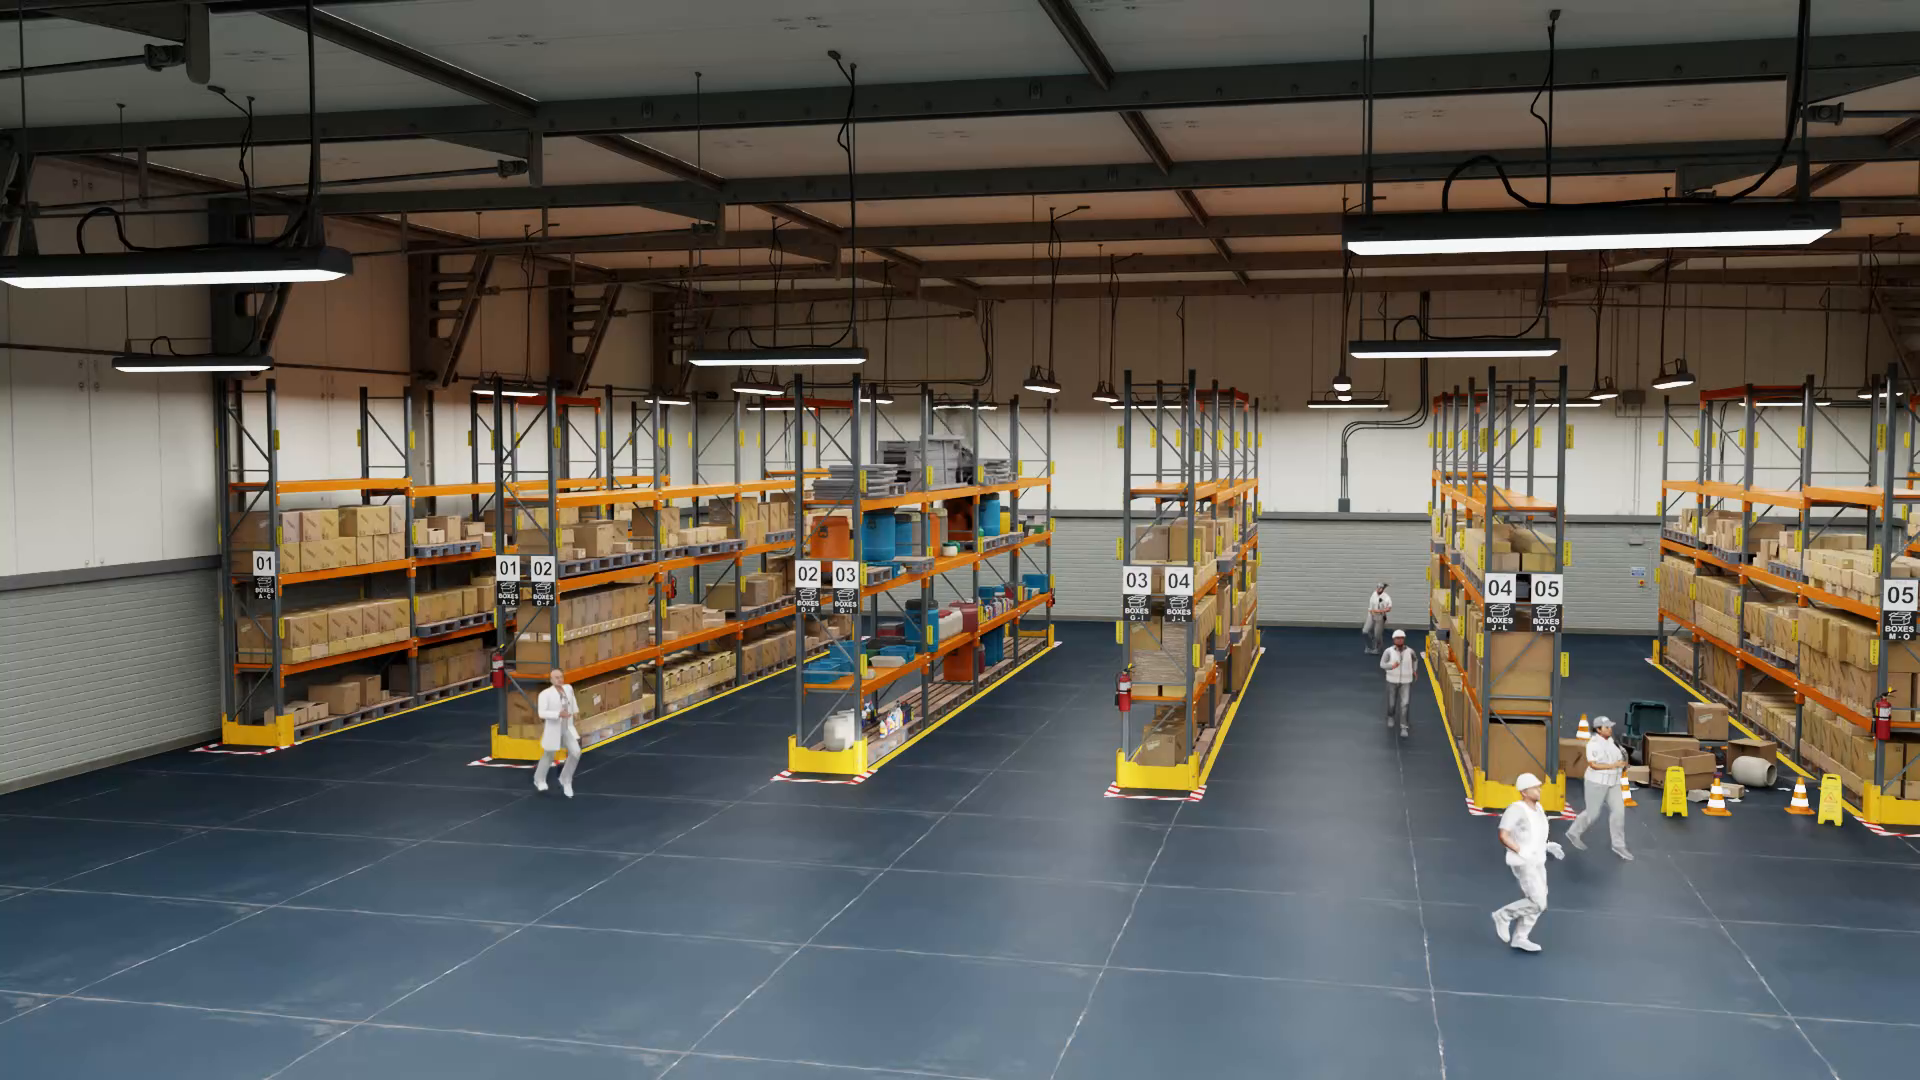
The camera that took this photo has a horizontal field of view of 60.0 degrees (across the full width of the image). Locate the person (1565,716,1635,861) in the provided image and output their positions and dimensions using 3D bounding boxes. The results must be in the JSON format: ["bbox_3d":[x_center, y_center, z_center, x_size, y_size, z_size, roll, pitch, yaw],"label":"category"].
[{"bbox_3d":[7.728,2.962,20.029,0.594,1.677,0.842,-2,4,-35],"label":"person"}]

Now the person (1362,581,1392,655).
[{"bbox_3d":[9.718,1.823,38.641,0.645,1.764,0.698,-3,5,-44],"label":"person"}]

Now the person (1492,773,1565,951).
[{"bbox_3d":[5.559,3.152,16.301,0.589,1.735,0.661,3,5,41],"label":"person"}]

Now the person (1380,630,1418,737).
[{"bbox_3d":[7.454,2.401,28.220,0.657,1.758,0.971,1,3,9],"label":"person"}]

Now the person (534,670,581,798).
[{"bbox_3d":[-5.644,2.713,23.416,0.727,1.805,0.960,-3,5,-41],"label":"person"}]
